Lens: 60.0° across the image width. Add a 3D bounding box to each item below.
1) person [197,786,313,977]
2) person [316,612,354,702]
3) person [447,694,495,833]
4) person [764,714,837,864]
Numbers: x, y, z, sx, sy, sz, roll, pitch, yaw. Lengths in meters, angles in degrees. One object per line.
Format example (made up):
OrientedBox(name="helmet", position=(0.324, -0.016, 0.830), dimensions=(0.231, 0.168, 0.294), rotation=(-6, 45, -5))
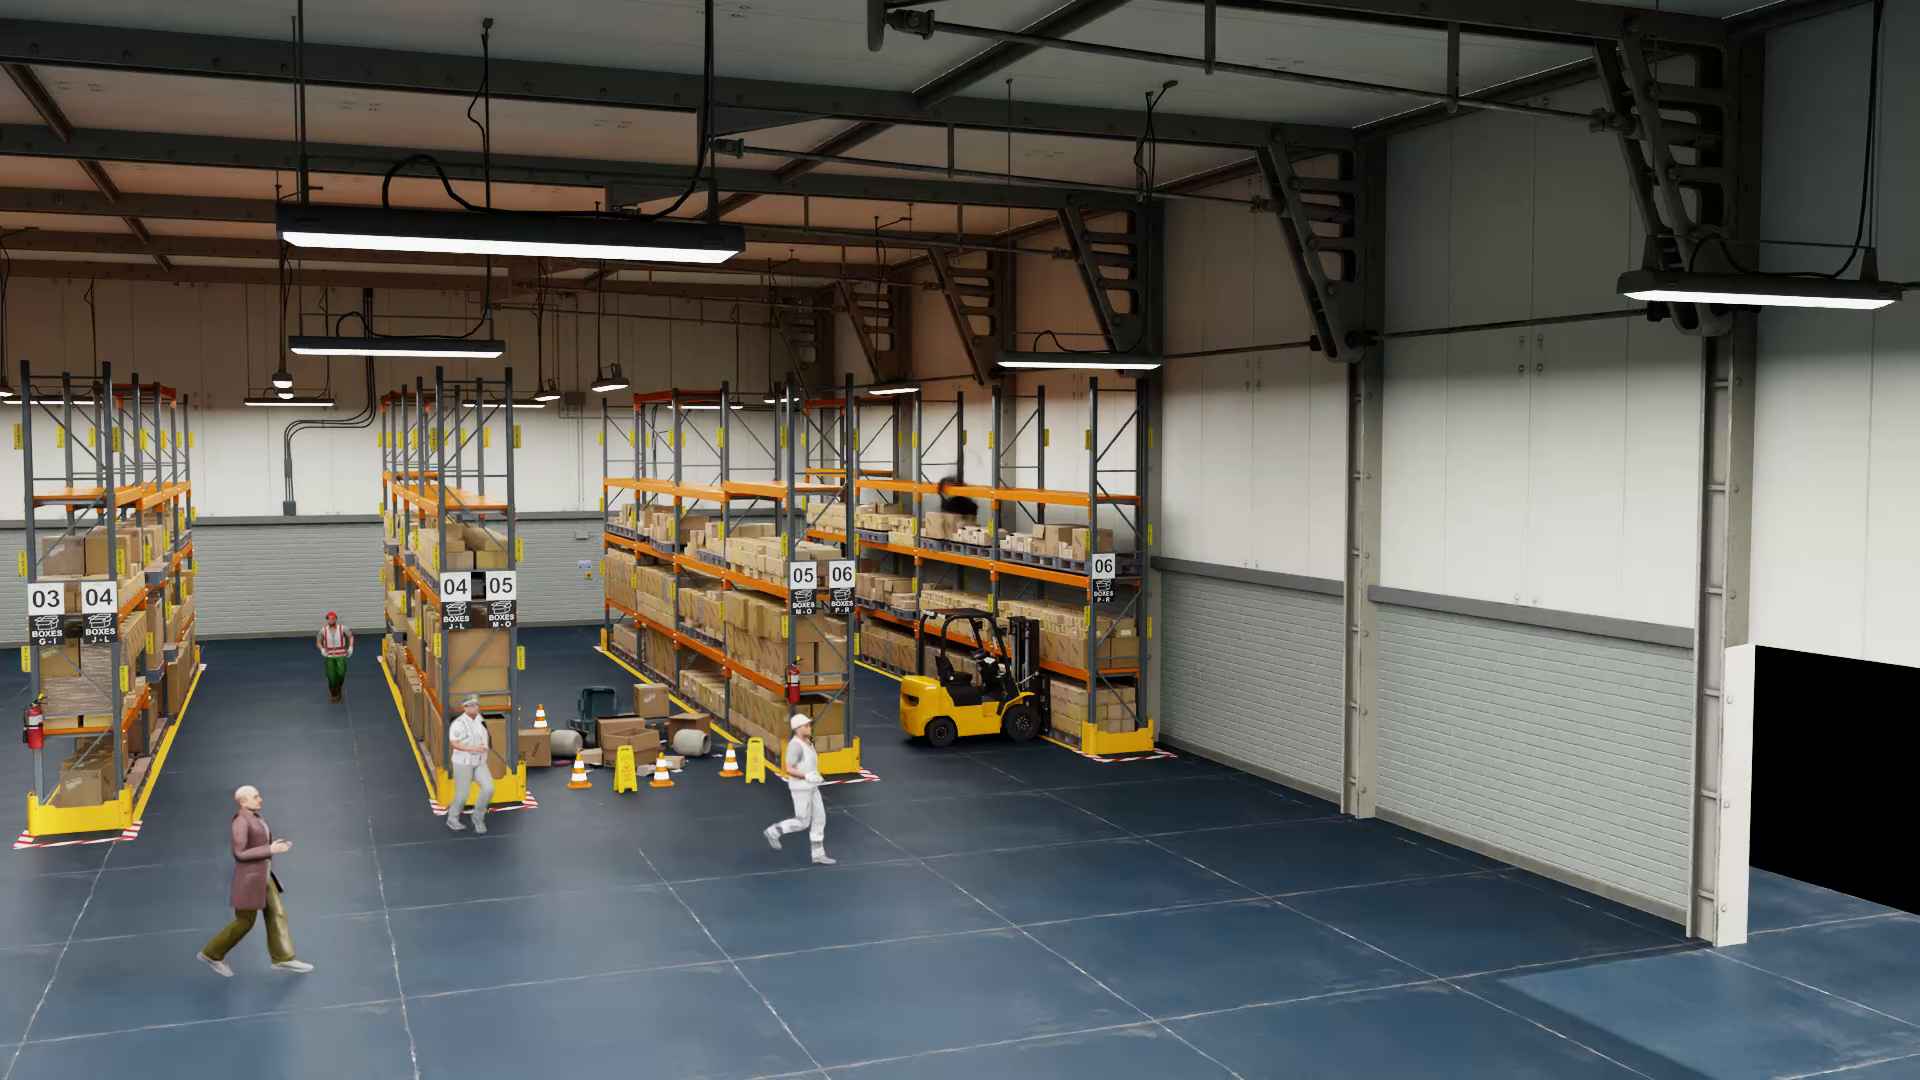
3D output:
OrientedBox(name="person", position=(-6.523, 3.148, 15.375), dimensions=(0.973, 1.770, 0.706), rotation=(0, 3, -4))
OrientedBox(name="person", position=(-11.855, 2.227, 31.536), dimensions=(0.673, 1.739, 0.585), rotation=(-1, 4, -17))
OrientedBox(name="person", position=(-6.209, 2.868, 21.187), dimensions=(0.743, 1.847, 0.683), rotation=(2, 4, 31))
OrientedBox(name="person", position=(-1.876, 2.935, 19.642), dimensions=(0.888, 1.769, 0.655), rotation=(1, 4, 16))
